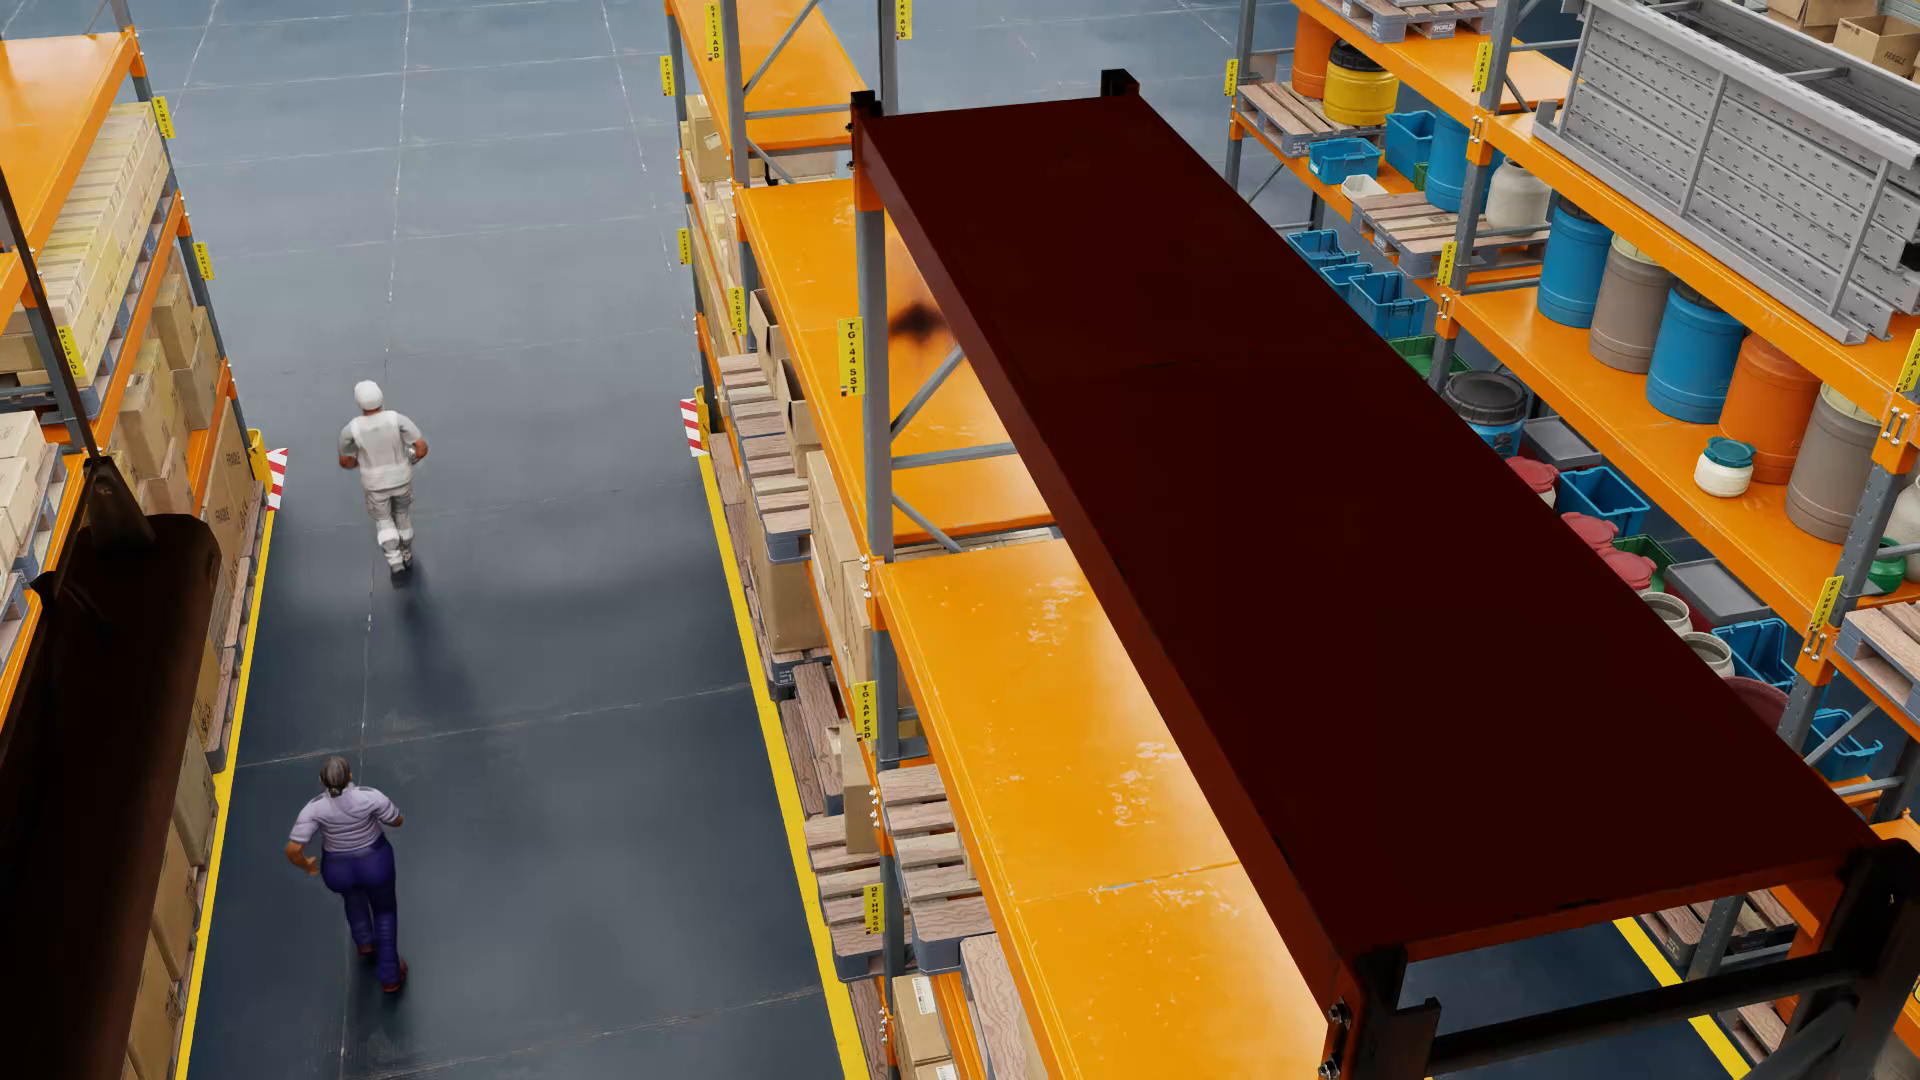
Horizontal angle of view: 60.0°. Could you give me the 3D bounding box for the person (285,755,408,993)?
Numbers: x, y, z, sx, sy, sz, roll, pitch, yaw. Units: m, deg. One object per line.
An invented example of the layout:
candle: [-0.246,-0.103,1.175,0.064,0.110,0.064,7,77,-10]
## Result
person: [-3.556,1.947,9.833,0.613,1.704,0.711,-7,35,-10]

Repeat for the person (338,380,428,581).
person: [-4.527,-0.455,13.199,0.667,1.767,0.741,-14,37,-20]
